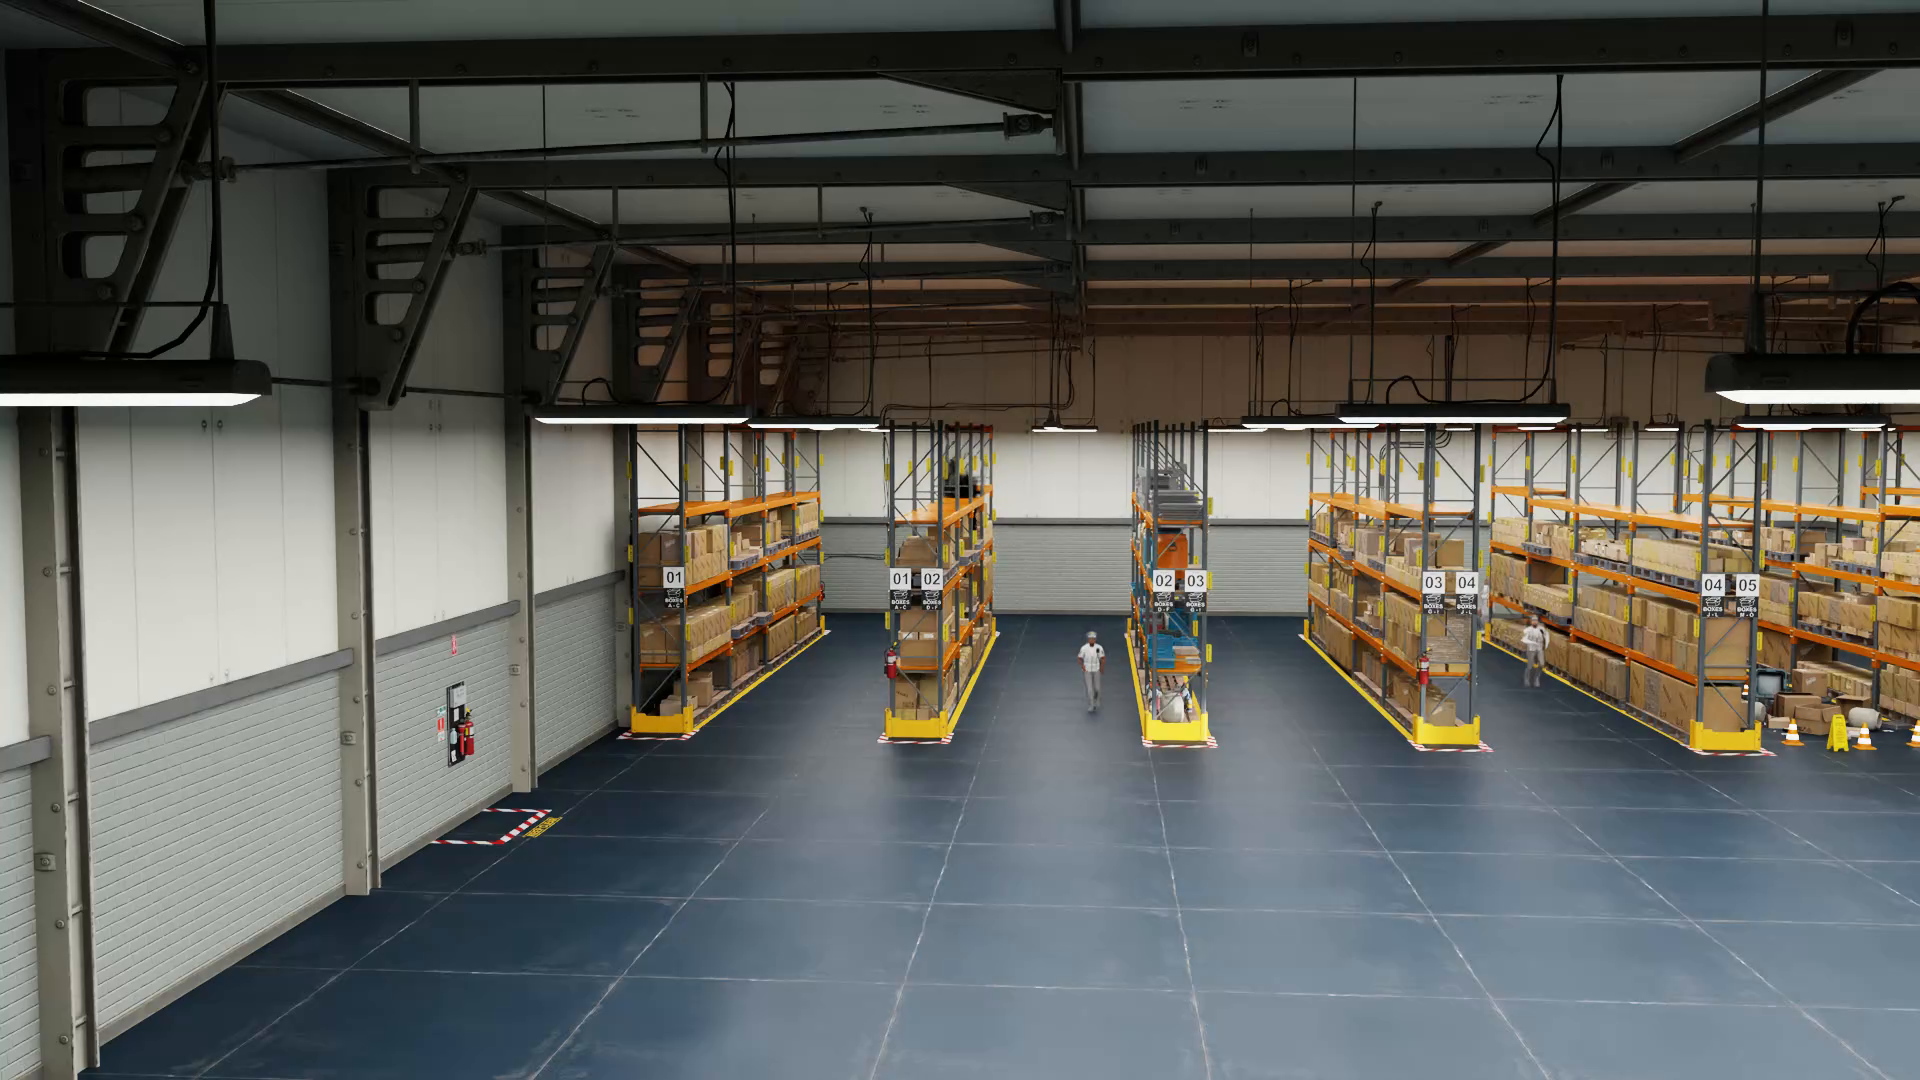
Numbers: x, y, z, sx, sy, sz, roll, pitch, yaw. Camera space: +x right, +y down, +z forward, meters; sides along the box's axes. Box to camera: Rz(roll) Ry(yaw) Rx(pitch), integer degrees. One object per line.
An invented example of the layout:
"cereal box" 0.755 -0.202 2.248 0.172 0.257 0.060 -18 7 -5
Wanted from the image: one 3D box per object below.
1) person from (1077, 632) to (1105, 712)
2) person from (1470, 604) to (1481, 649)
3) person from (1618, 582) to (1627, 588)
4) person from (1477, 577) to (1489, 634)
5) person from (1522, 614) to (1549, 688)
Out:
"person" 2.716 2.720 34.392 0.593 1.654 0.554 0 4 2
"person" 13.251 2.173 43.402 0.606 1.677 1.012 0 4 3
"person" 18.889 1.923 47.400 0.565 1.627 0.593 0 4 7
"person" 15.000 1.869 47.510 0.565 1.708 0.908 0 4 -1
"person" 12.993 2.497 37.519 0.623 1.666 0.822 0 4 8
